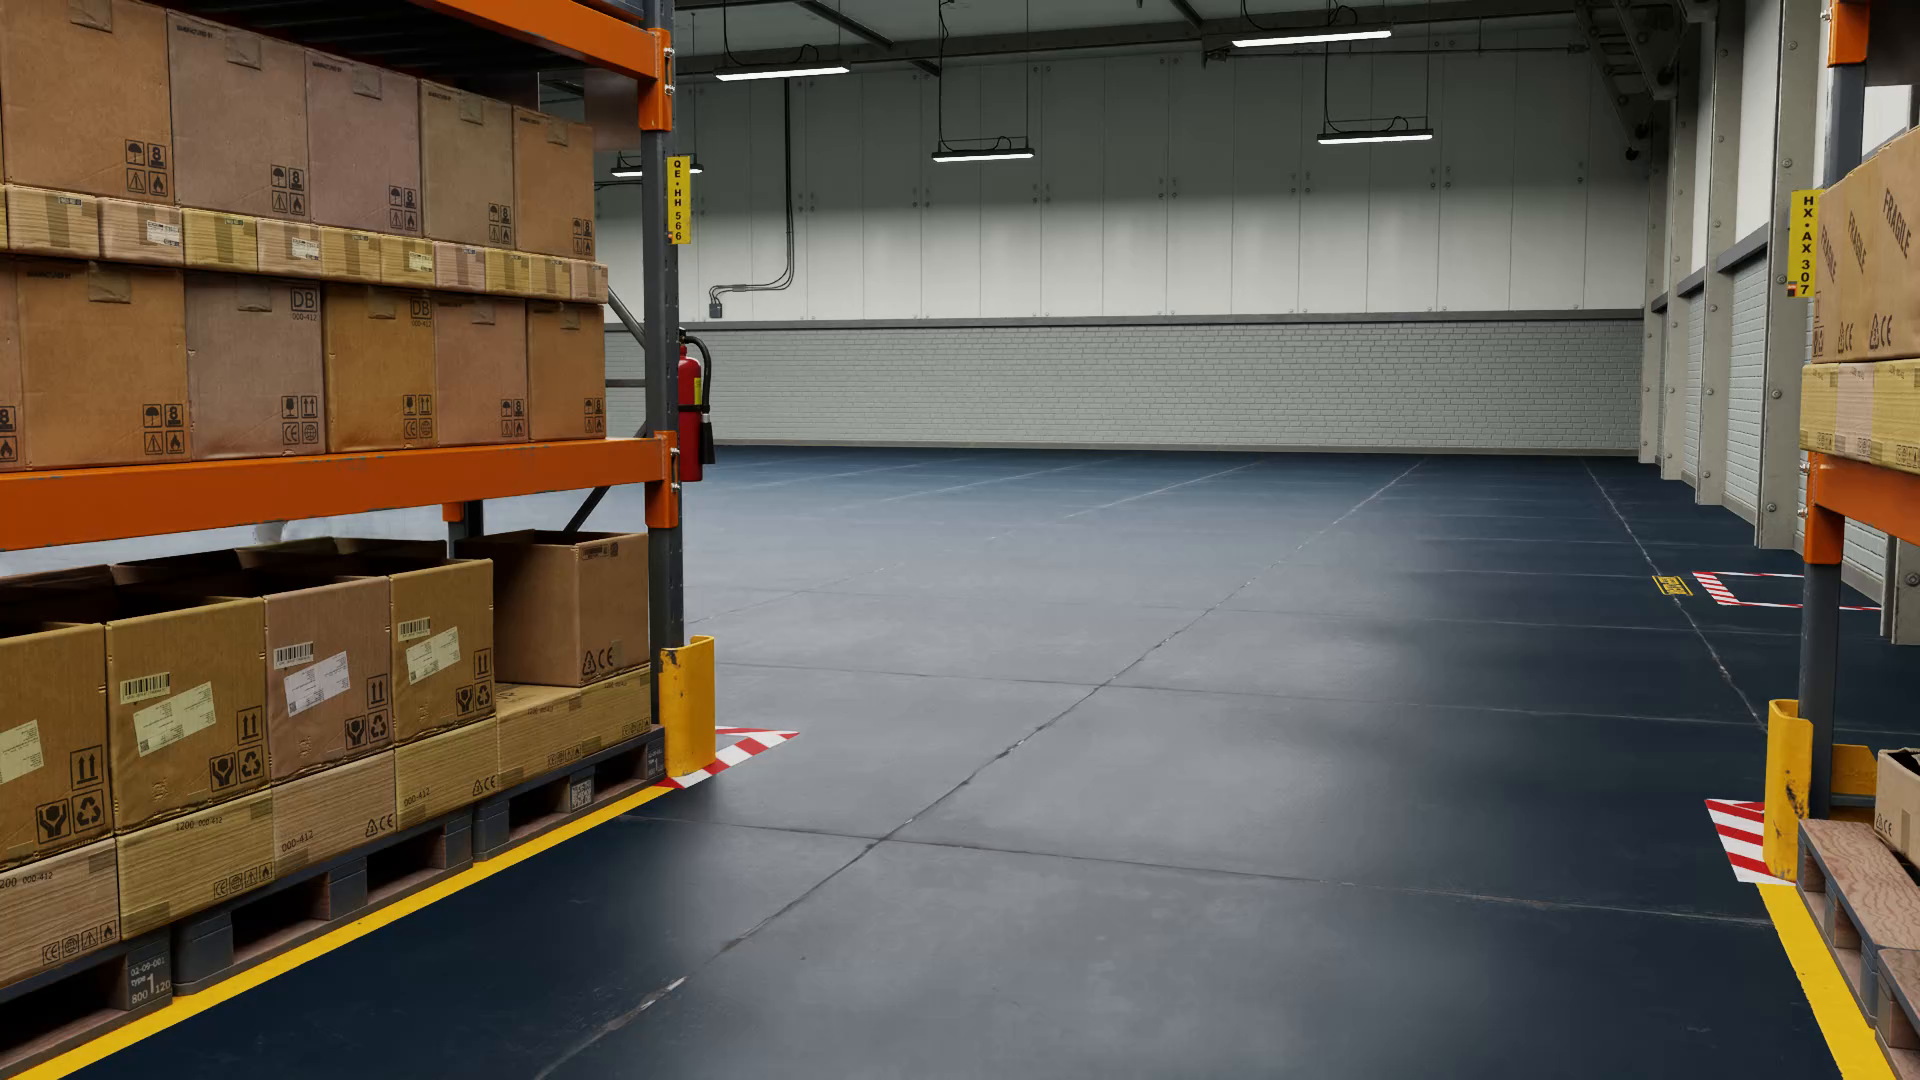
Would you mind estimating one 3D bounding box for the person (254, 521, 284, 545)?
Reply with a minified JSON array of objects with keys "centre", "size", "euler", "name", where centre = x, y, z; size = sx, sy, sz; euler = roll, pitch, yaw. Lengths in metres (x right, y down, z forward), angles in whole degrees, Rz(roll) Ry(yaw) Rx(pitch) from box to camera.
[{"centre":[-4.225,-0.293,10.165],"size":[0.445,1.720,0.478],"euler":[1,6,15],"name":"person"}]
